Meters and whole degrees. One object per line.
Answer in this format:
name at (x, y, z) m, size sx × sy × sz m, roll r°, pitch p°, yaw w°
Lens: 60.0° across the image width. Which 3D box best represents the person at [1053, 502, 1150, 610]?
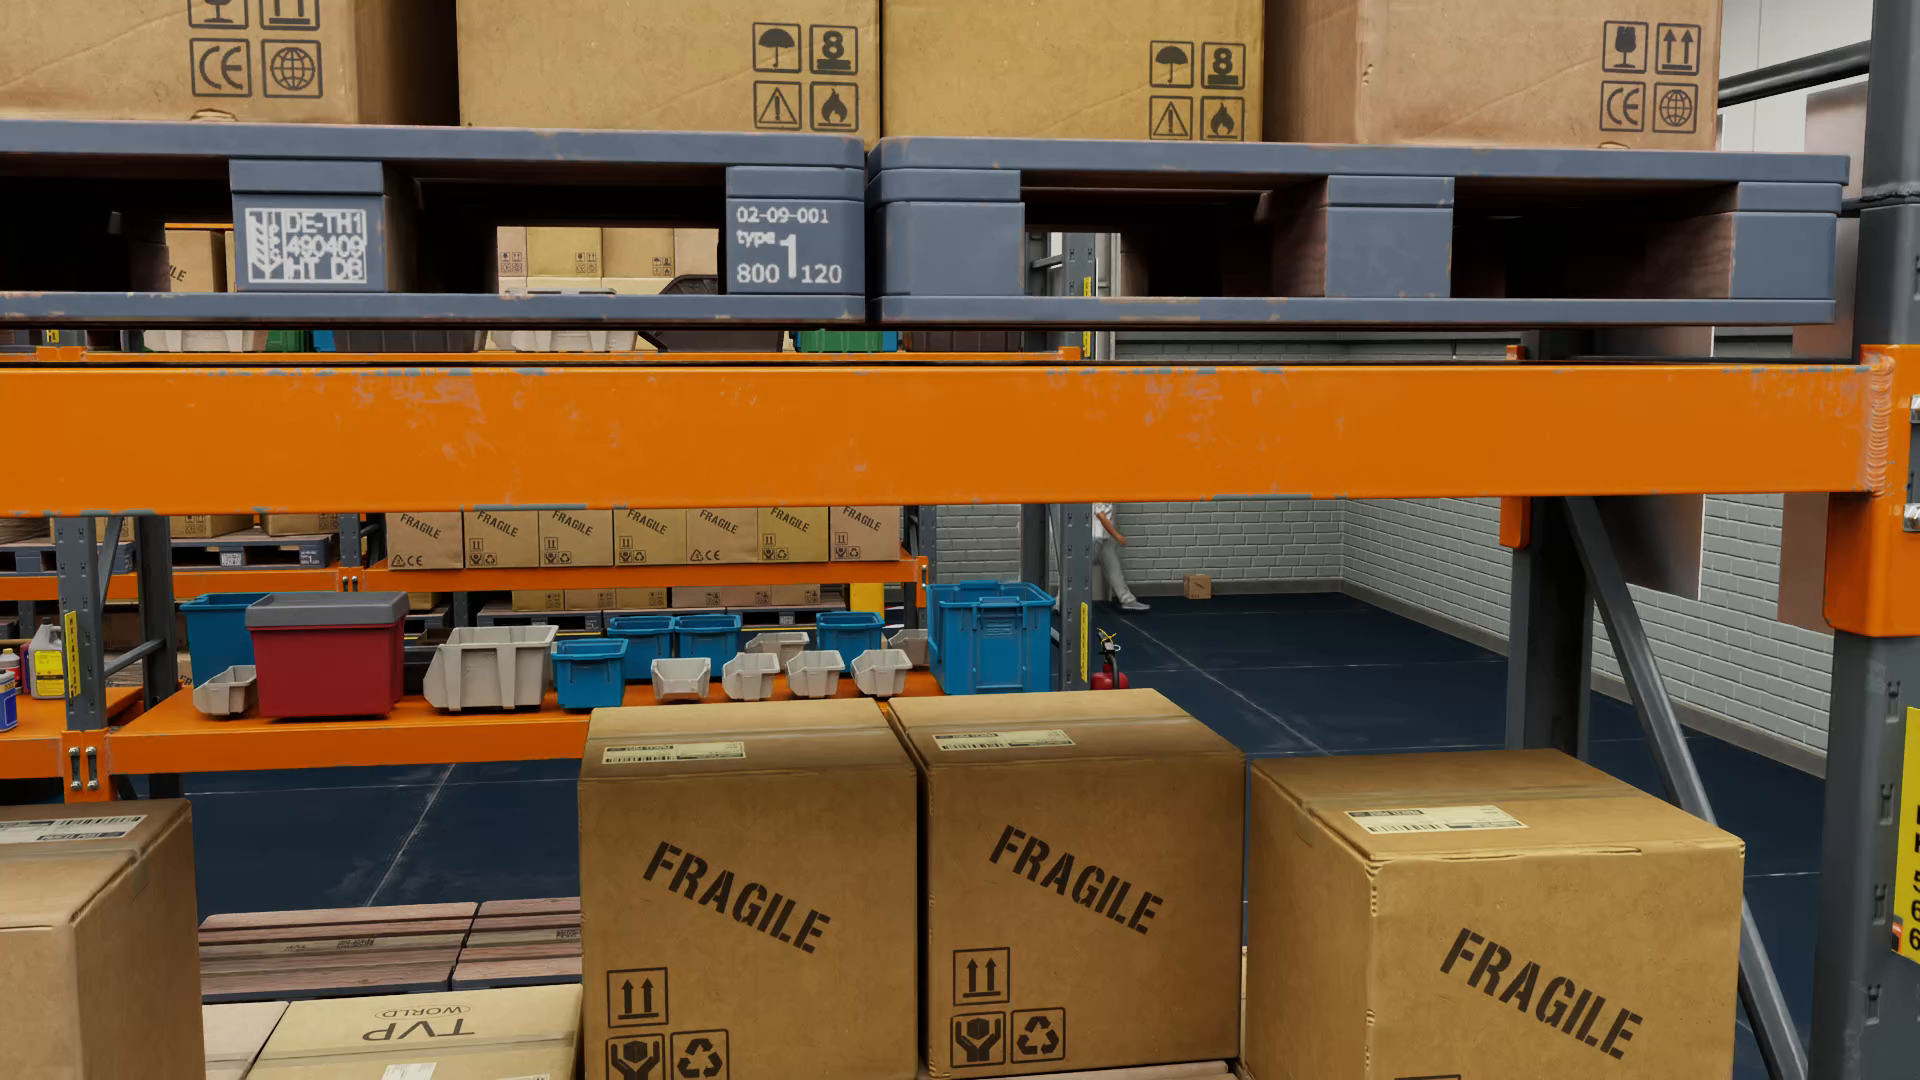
person at (1.500, -0.035, 17.522) m, size 1.014 × 1.602 × 0.478 m, roll 1°, pitch 7°, yaw 9°
